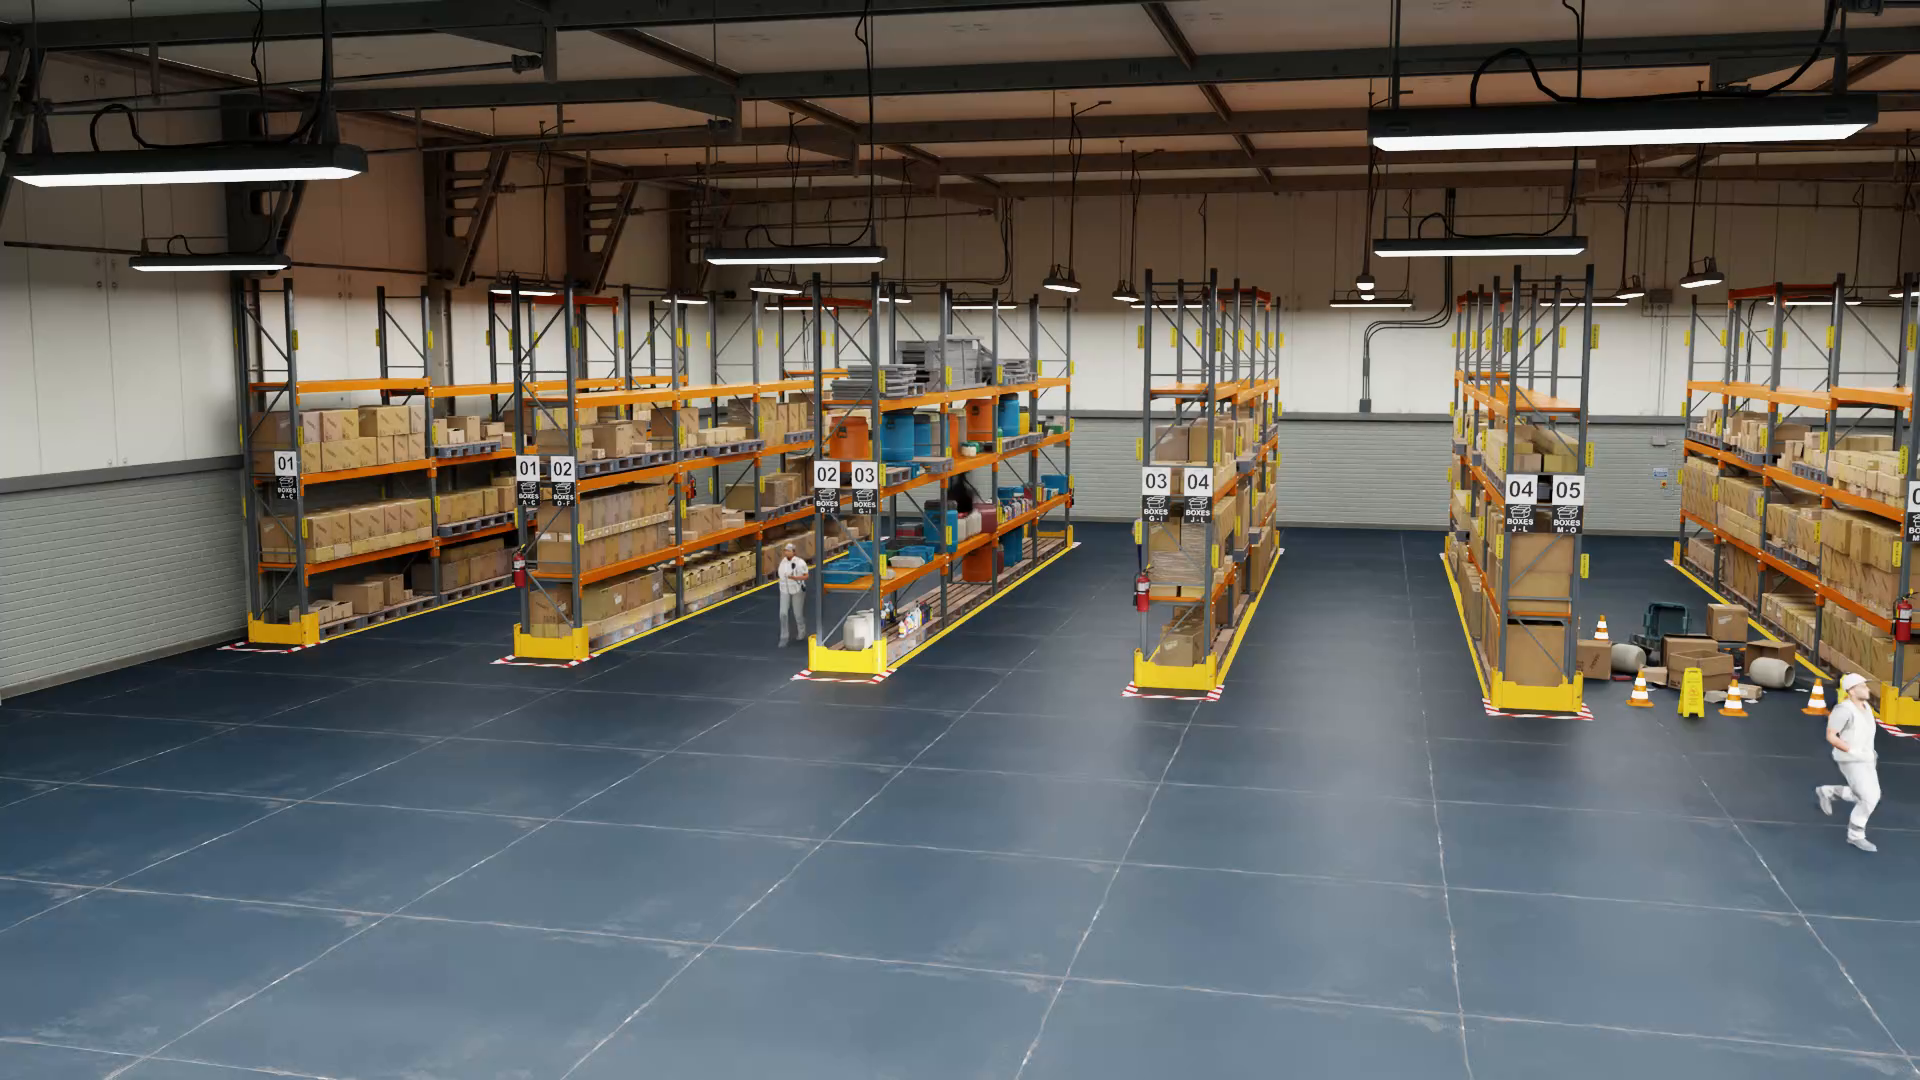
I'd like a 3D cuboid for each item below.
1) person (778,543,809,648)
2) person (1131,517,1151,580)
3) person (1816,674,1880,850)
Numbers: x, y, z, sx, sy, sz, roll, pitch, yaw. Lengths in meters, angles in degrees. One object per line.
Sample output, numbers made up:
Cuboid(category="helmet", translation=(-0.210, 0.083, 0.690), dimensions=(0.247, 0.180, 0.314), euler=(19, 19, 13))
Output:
Cuboid(category="person", translation=(-2.735, 0.903, 27.422), dimensions=(0.581, 1.720, 0.785), euler=(2, 7, 17))
Cuboid(category="person", translation=(3.796, 0.110, 33.773), dimensions=(0.612, 1.612, 0.946), euler=(2, 7, 12))
Cuboid(category="person", translation=(8.852, 2.177, 16.574), dimensions=(0.676, 1.725, 0.675), euler=(-5, 9, -37))
